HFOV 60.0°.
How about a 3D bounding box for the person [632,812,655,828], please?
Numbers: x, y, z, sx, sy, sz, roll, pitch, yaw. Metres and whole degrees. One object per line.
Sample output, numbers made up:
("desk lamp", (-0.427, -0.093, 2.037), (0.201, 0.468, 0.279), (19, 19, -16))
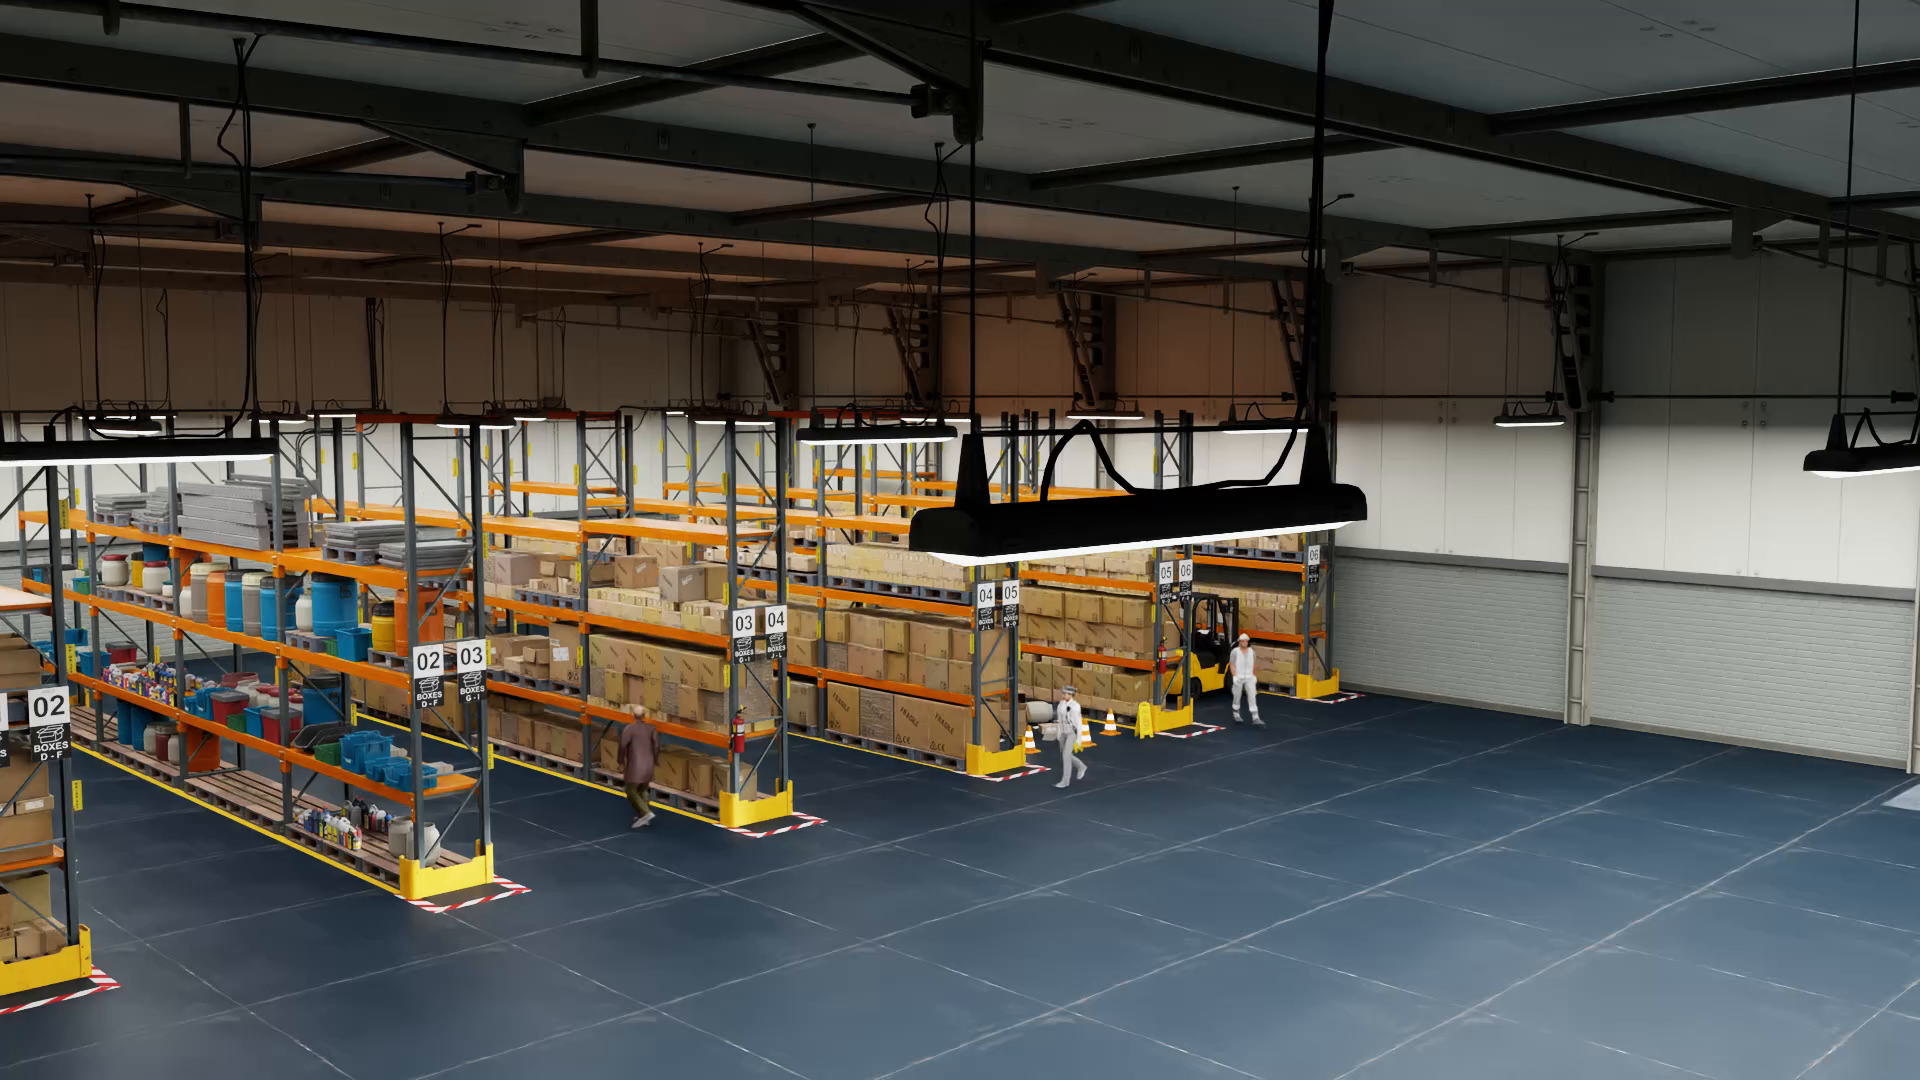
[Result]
("person", (-4.710, 4.072, 24.403), (0.388, 0.294, 0.659), (-5, 7, -44))

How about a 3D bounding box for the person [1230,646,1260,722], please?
("person", (5.461, 2.749, 31.921), (0.570, 1.434, 0.828), (0, 5, -3))

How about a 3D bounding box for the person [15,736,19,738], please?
("person", (-13.639, 3.395, 24.024), (1.066, 1.663, 0.650), (4, 6, 36))

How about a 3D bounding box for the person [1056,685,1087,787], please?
("person", (1.814, 3.156, 27.069), (0.763, 1.647, 0.538), (-3, 6, -34))
